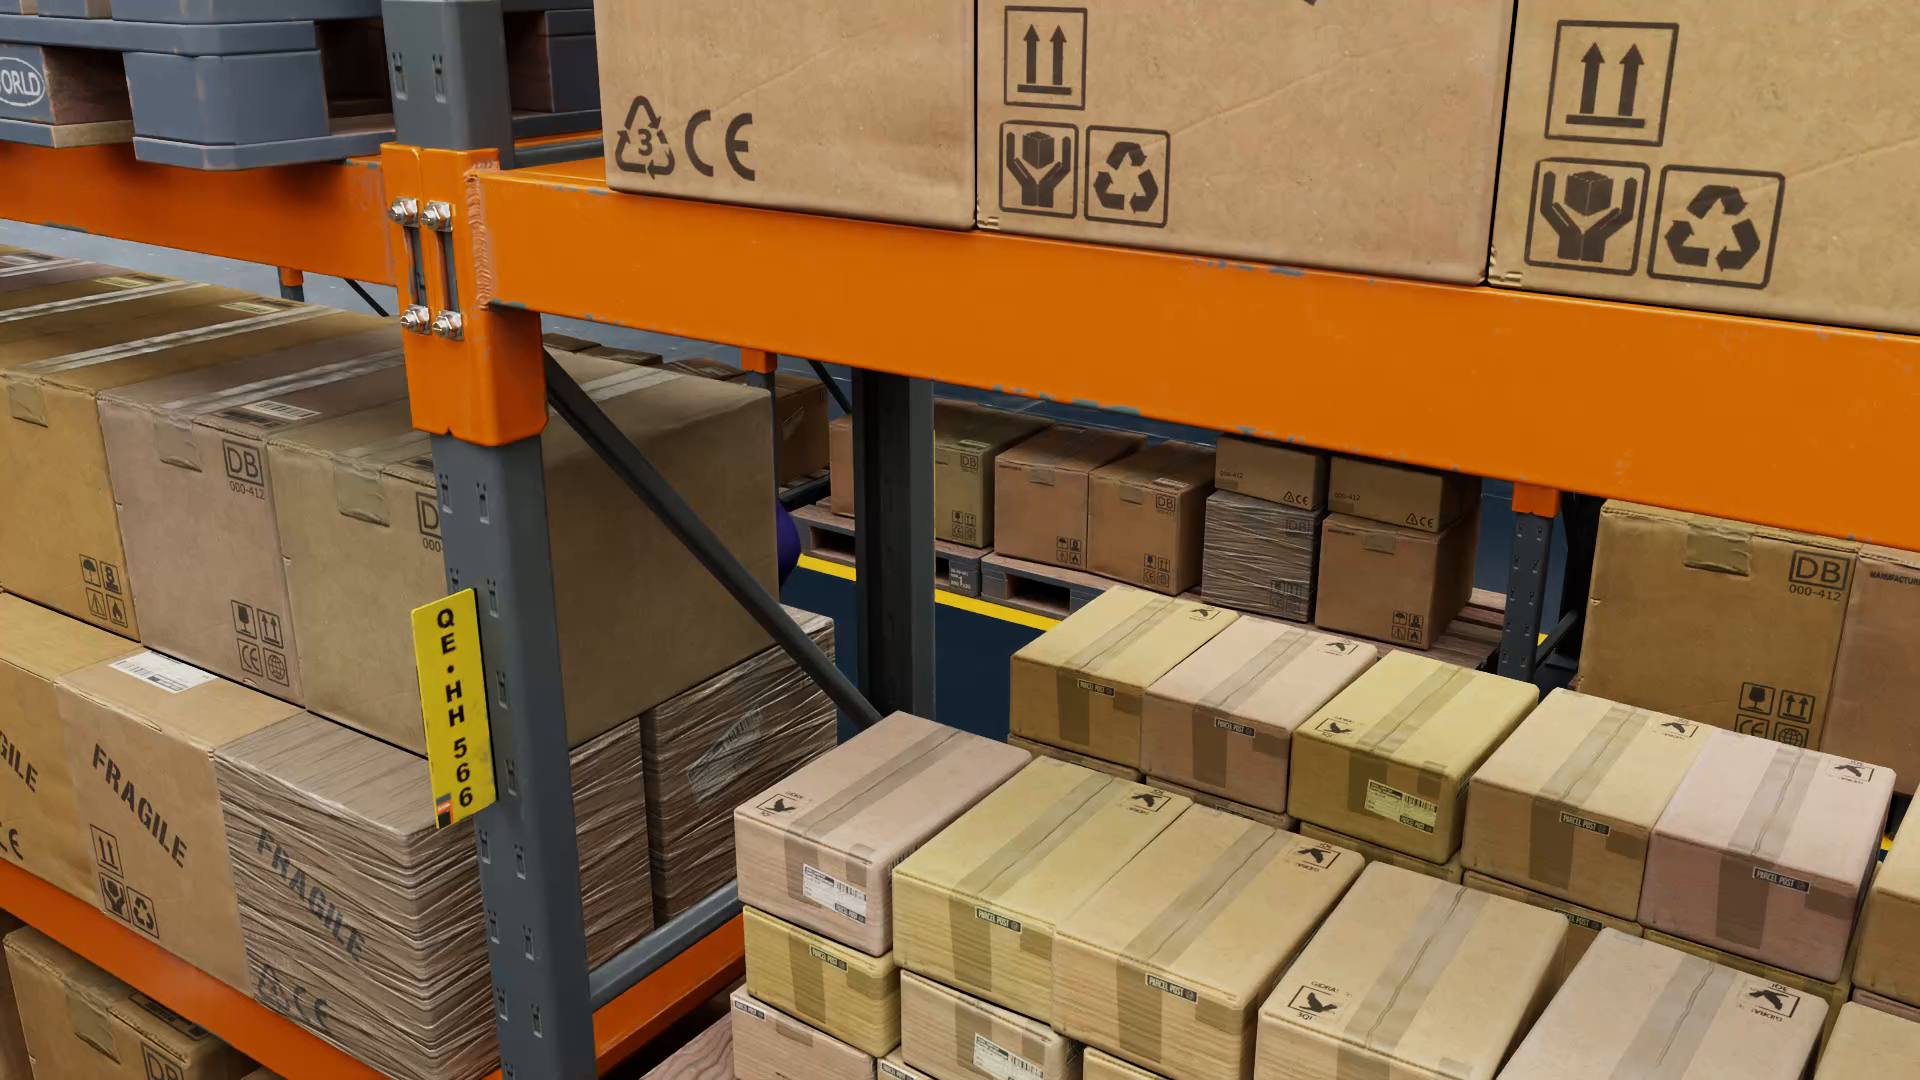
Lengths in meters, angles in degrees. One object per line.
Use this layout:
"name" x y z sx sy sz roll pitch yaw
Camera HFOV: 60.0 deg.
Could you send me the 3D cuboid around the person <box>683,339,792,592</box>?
"person" -0.908 -0.002 6.592 0.425 1.650 0.554 12 23 29
